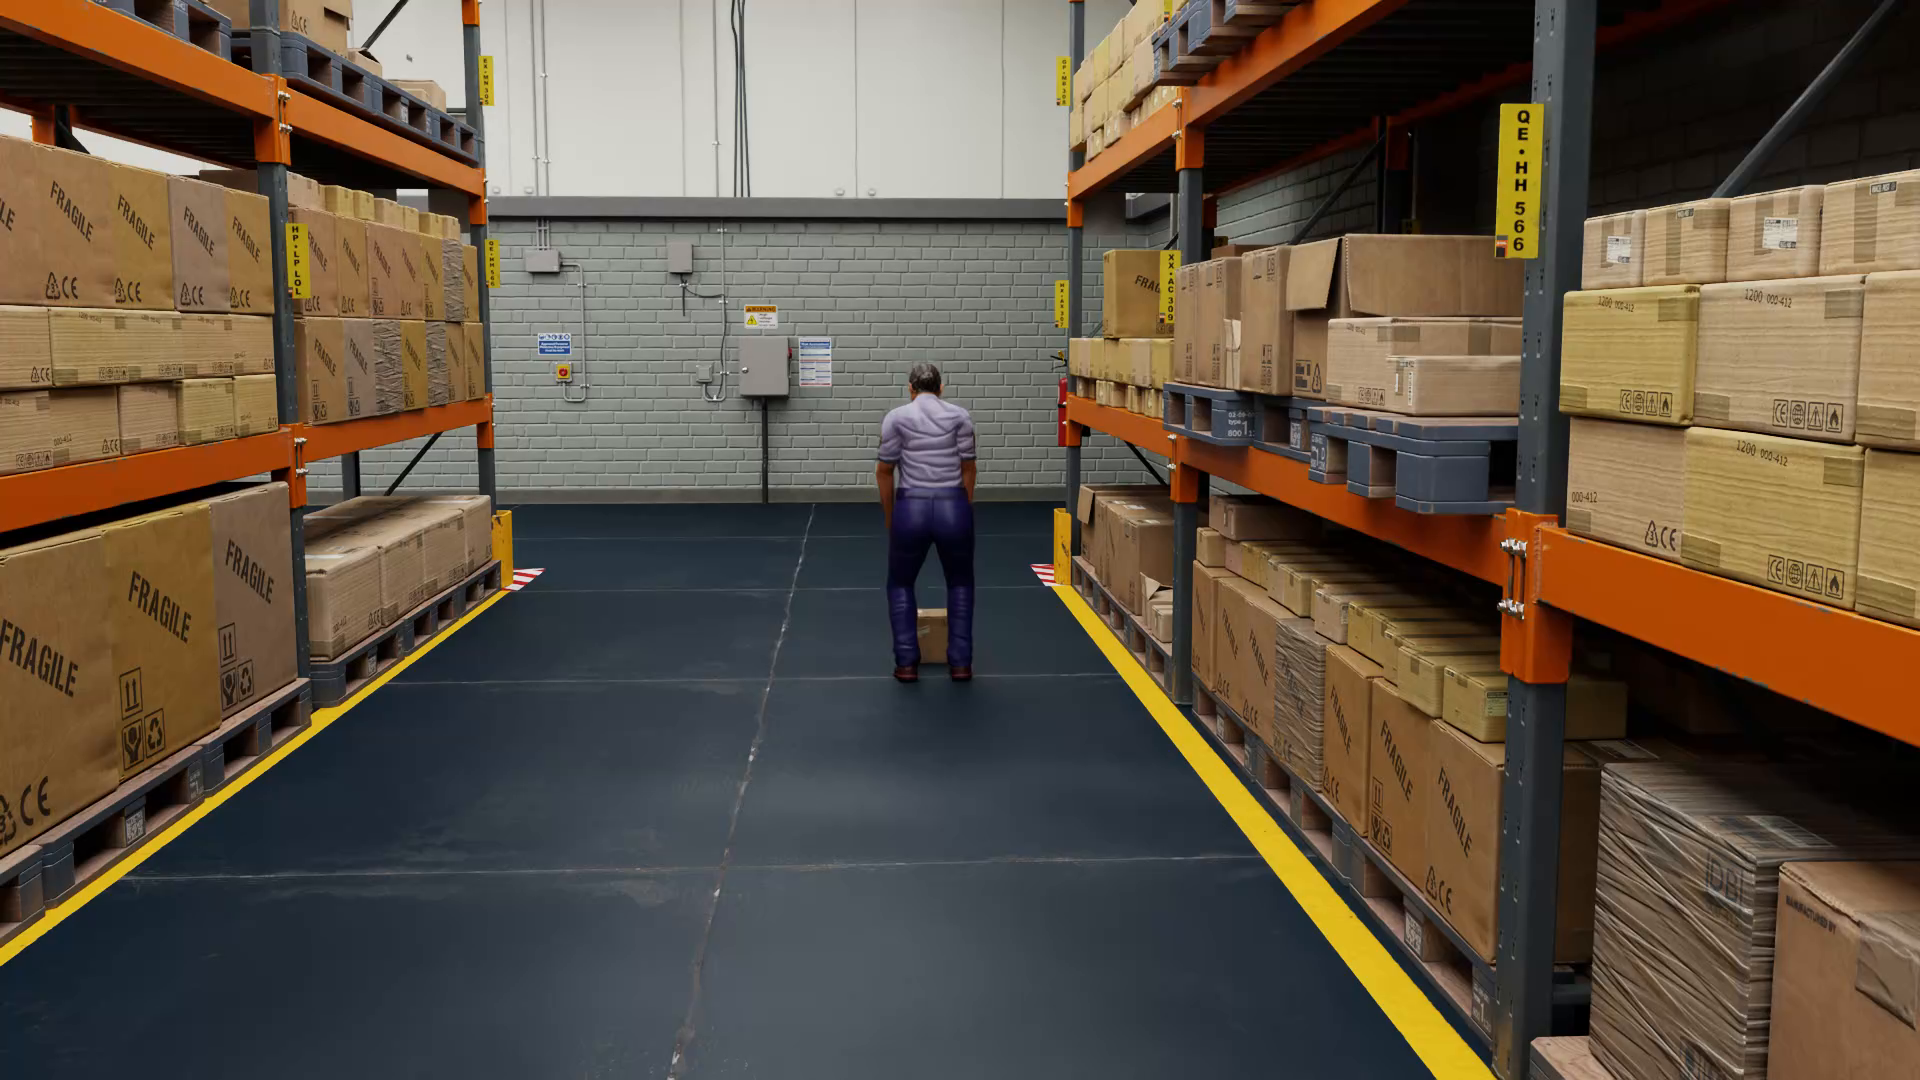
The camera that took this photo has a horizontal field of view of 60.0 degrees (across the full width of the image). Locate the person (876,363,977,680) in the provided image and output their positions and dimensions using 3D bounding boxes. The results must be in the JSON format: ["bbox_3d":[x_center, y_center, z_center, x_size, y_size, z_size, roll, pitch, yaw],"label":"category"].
[{"bbox_3d":[-0.167,-0.079,8.317,0.504,1.576,0.426,0,7,-2],"label":"person"}]
